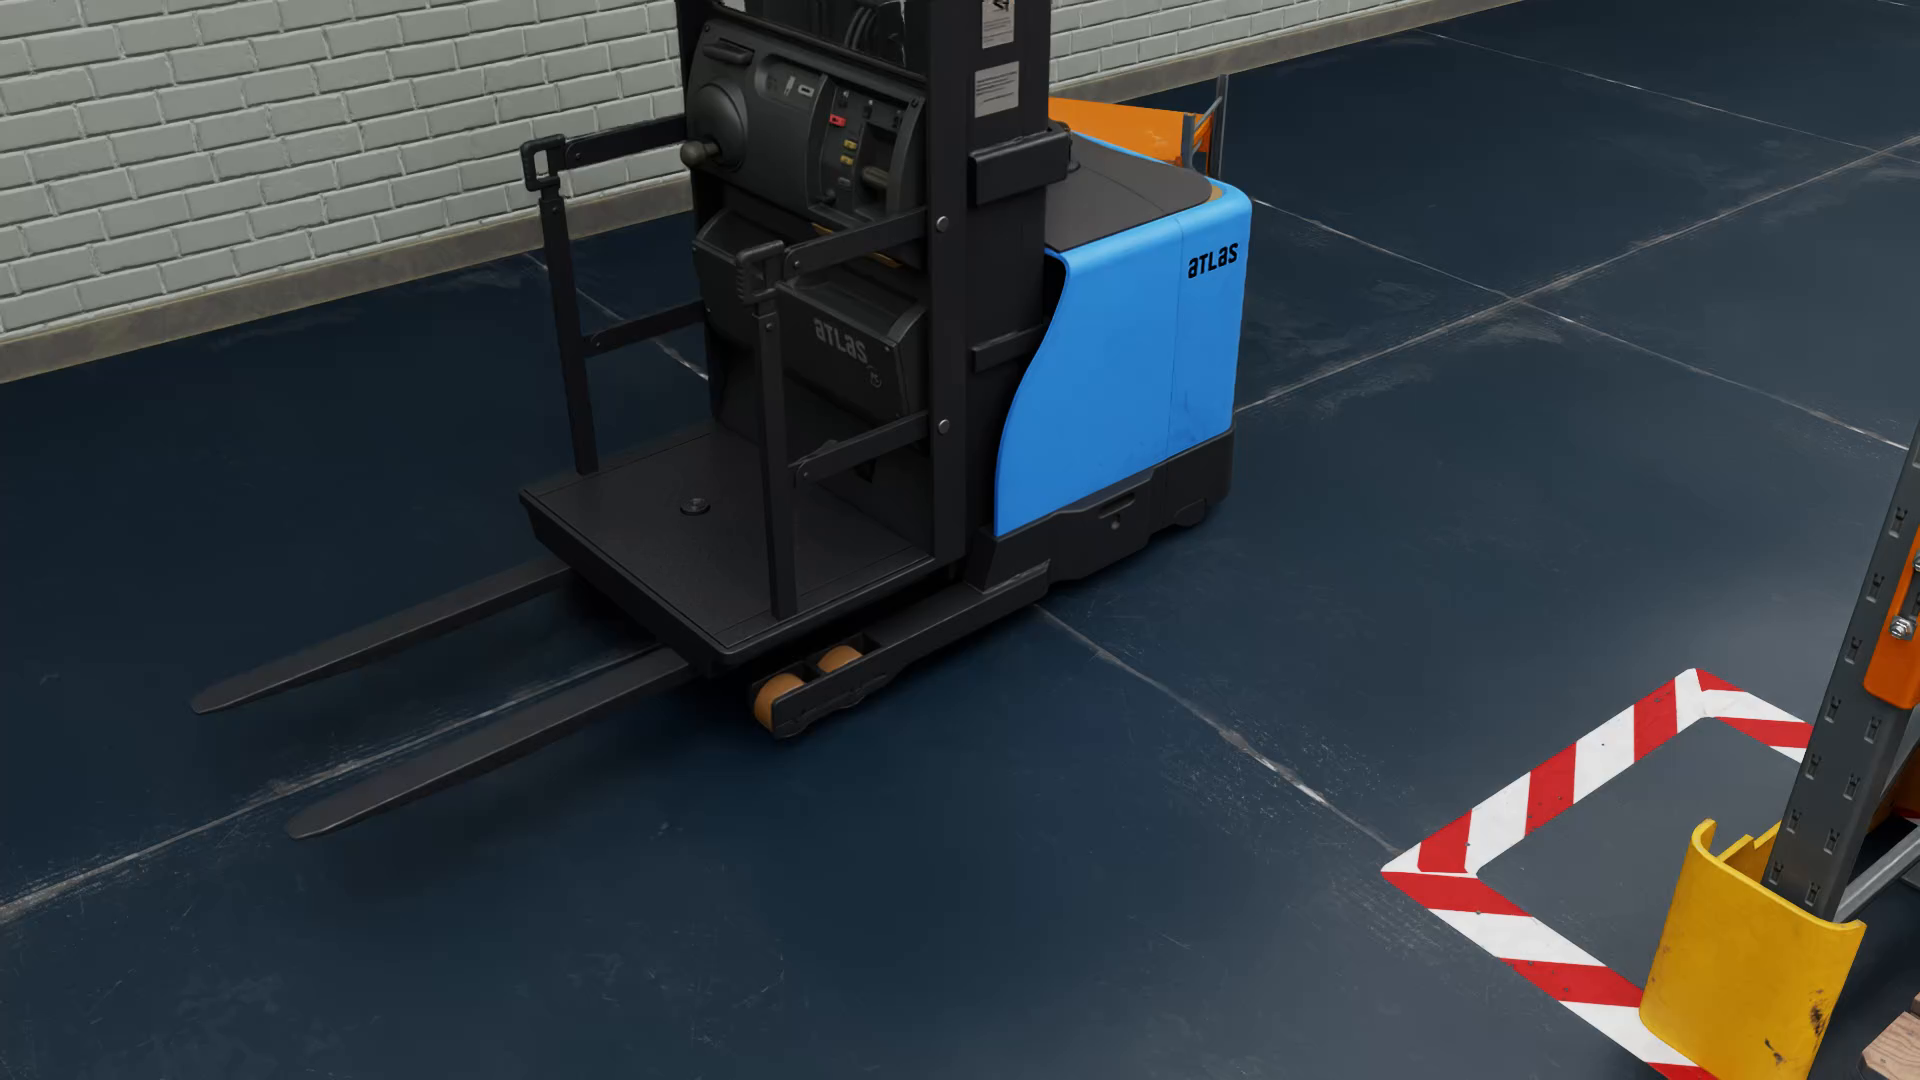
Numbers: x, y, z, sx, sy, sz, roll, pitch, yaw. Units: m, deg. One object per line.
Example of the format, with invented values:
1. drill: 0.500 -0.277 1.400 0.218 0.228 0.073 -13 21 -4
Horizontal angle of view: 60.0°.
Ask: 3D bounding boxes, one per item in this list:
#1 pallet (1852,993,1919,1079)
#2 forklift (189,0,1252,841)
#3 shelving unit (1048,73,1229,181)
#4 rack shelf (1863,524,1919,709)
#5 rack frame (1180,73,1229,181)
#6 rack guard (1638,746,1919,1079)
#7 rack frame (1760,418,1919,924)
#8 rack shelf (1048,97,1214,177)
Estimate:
1. pallet: 2.507 1.182 3.146 1.003 0.211 1.213 -22 38 -31
2. forklift: -0.572 -1.036 4.139 3.031 2.935 1.130 -24 39 -34
3. shelving unit: 0.341 -1.092 5.943 1.048 1.125 0.538 12 34 18
4. rack shelf: 3.259 0.781 1.832 1.077 0.370 4.000 -22 38 -31
5. rack frame: 0.815 -0.995 5.786 0.032 1.125 0.500 12 34 18
6. rack guard: 2.007 0.698 3.653 1.175 0.500 0.348 -22 38 -31
7. rack frame: 2.032 -0.359 2.984 1.000 3.000 0.127 -22 38 -31
8. rack shelf: 0.341 -1.341 5.788 1.000 0.278 0.538 12 34 18
